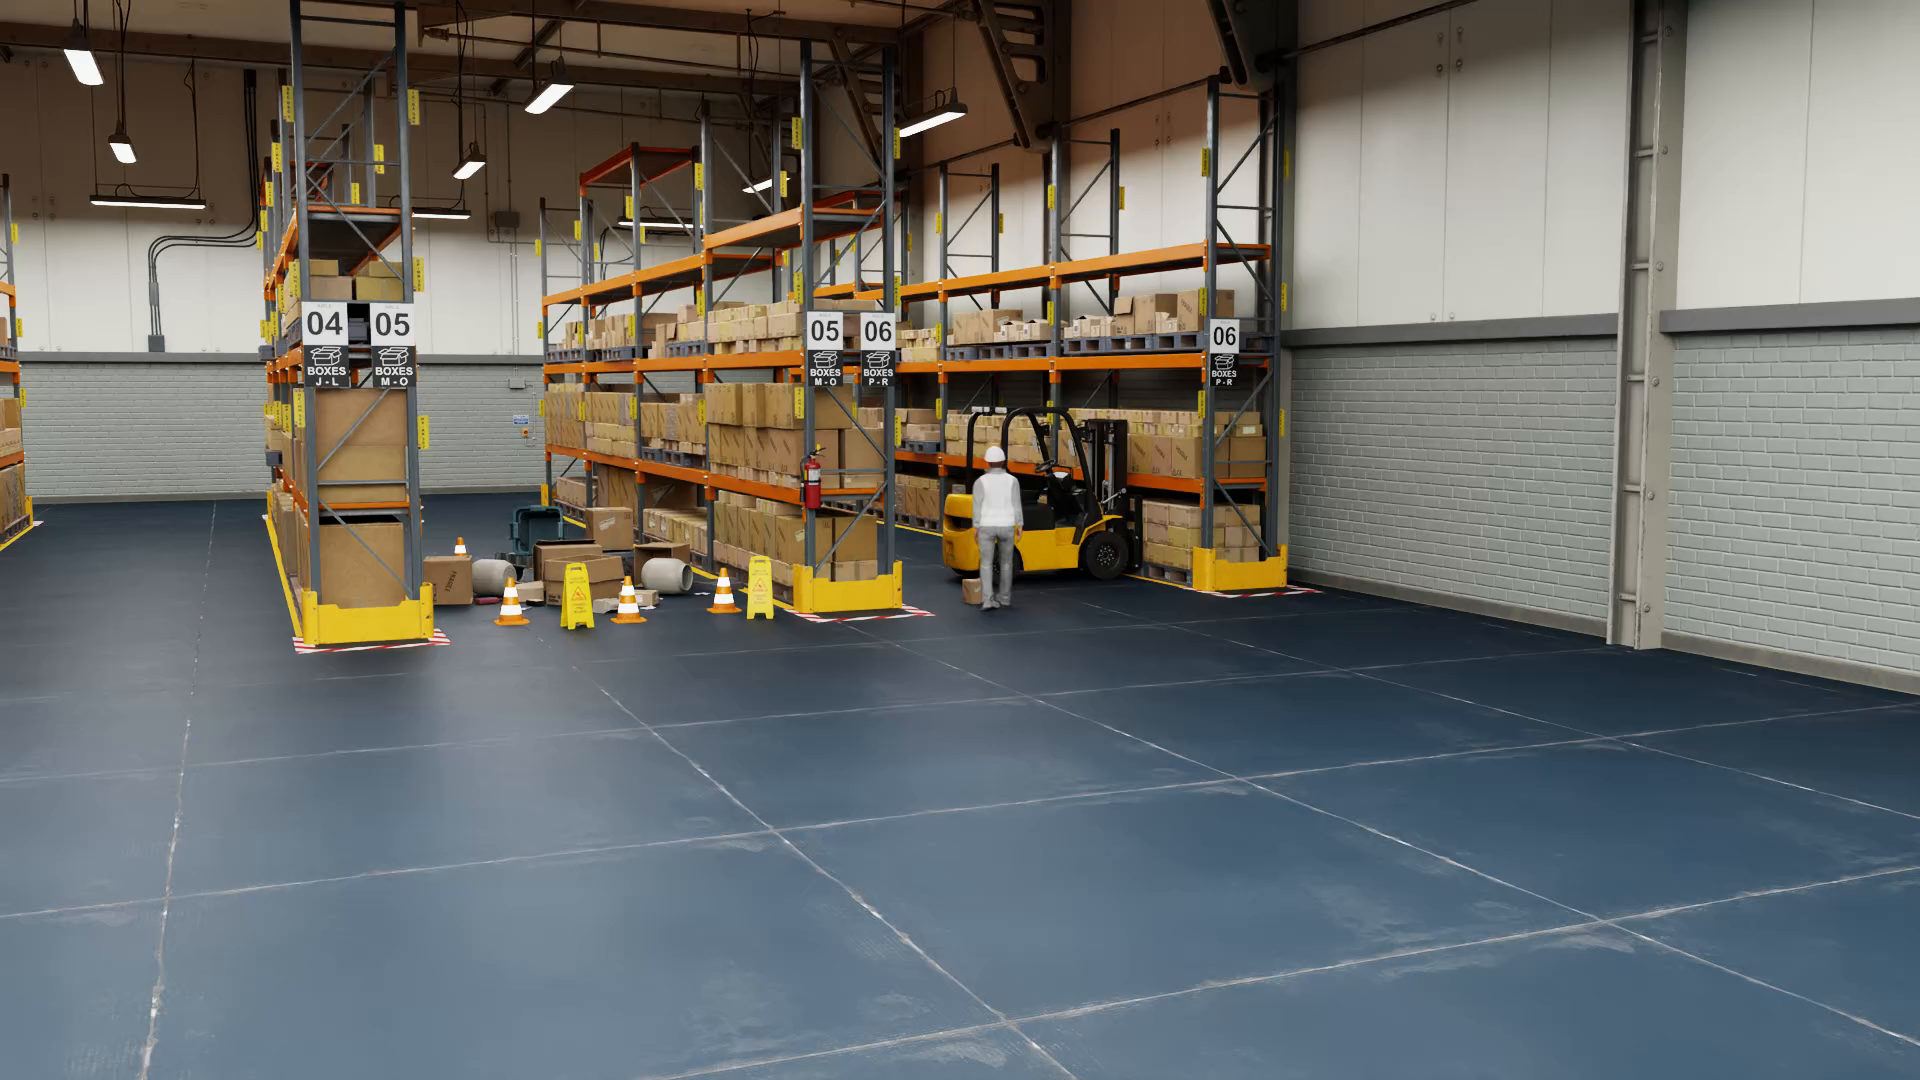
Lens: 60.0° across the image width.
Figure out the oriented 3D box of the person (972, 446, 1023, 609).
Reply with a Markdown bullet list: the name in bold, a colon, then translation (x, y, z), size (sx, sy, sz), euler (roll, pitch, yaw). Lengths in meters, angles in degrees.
- **person**: translation (0.393, -0.146, 18.173), size (0.574, 1.773, 0.686), euler (-1, 5, -7)
